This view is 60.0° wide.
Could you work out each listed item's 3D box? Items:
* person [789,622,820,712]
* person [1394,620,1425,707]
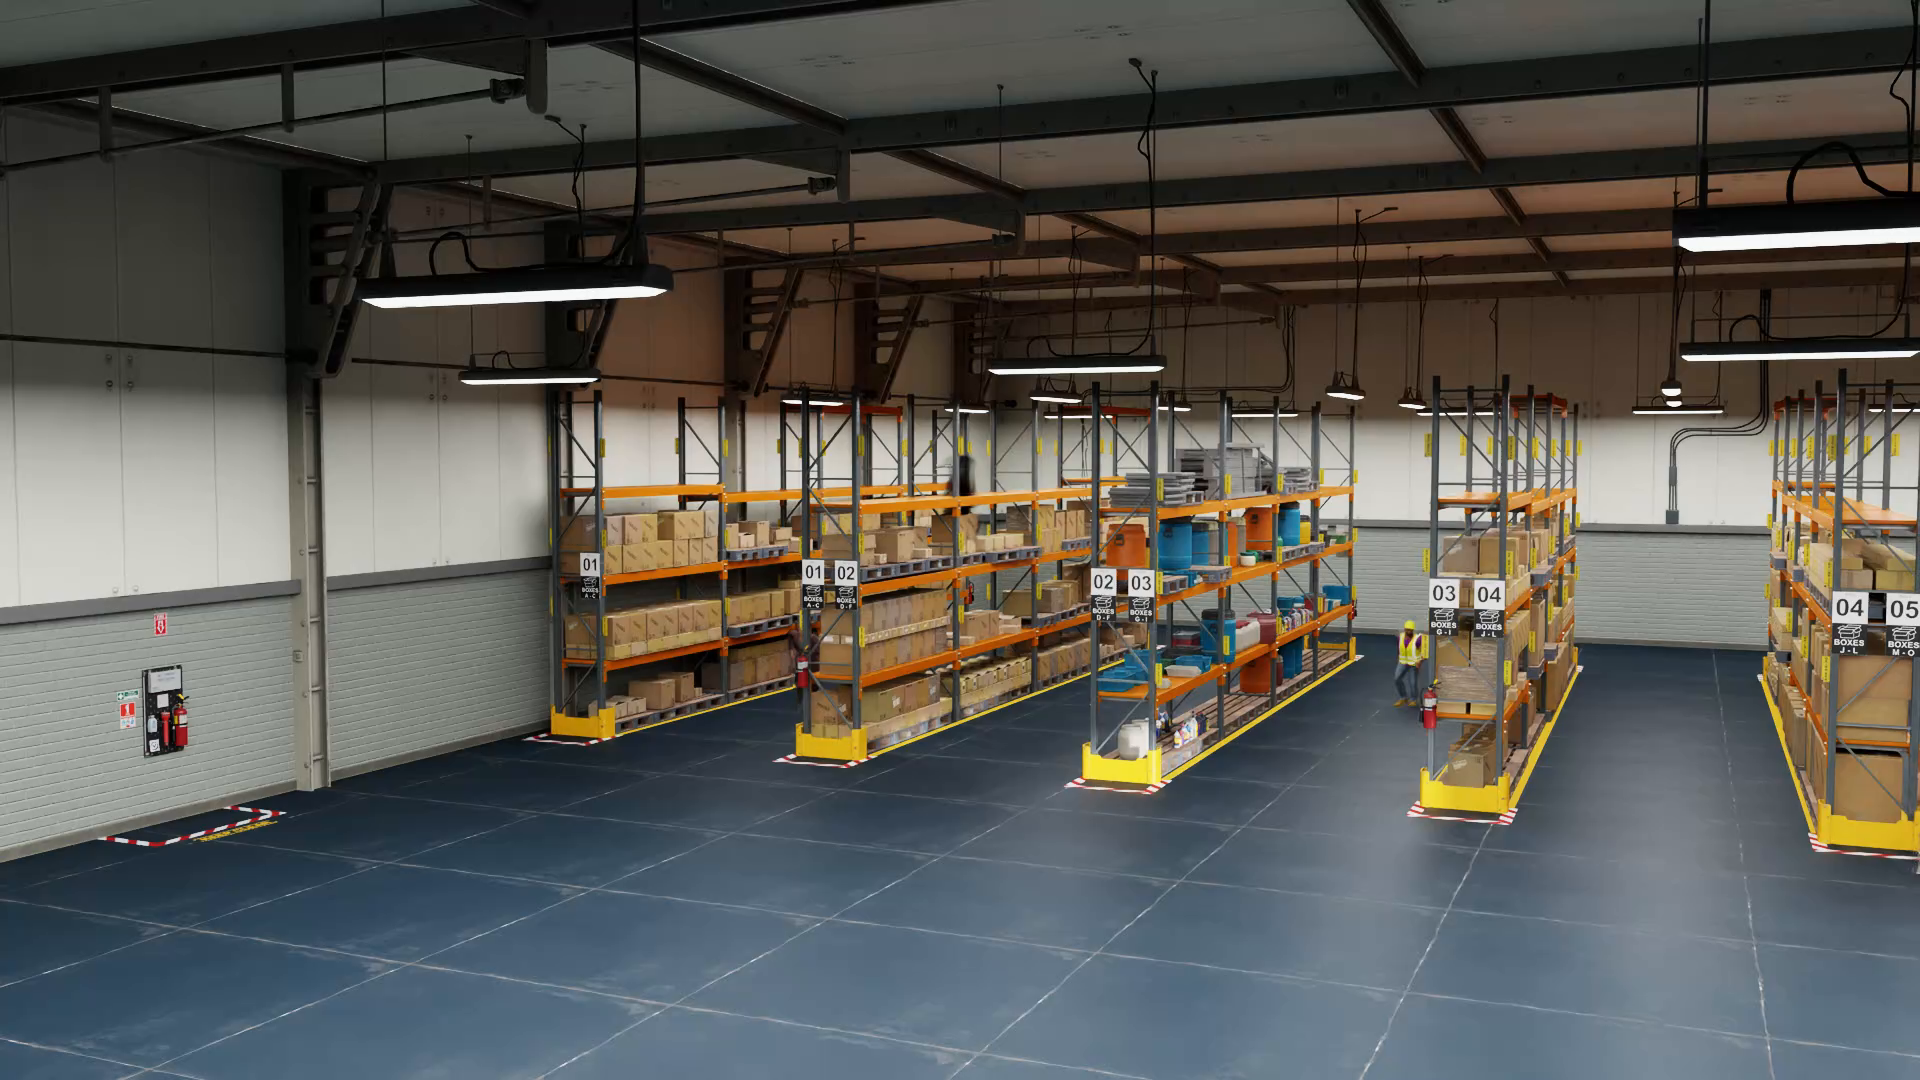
[{"bbox_3d":[-2.940,2.415,31.835,0.747,1.774,1.025,1,3,17],"label":"person"},{"bbox_3d":[8.638,2.366,31.883,0.687,1.695,0.772,2,4,36],"label":"person"}]
